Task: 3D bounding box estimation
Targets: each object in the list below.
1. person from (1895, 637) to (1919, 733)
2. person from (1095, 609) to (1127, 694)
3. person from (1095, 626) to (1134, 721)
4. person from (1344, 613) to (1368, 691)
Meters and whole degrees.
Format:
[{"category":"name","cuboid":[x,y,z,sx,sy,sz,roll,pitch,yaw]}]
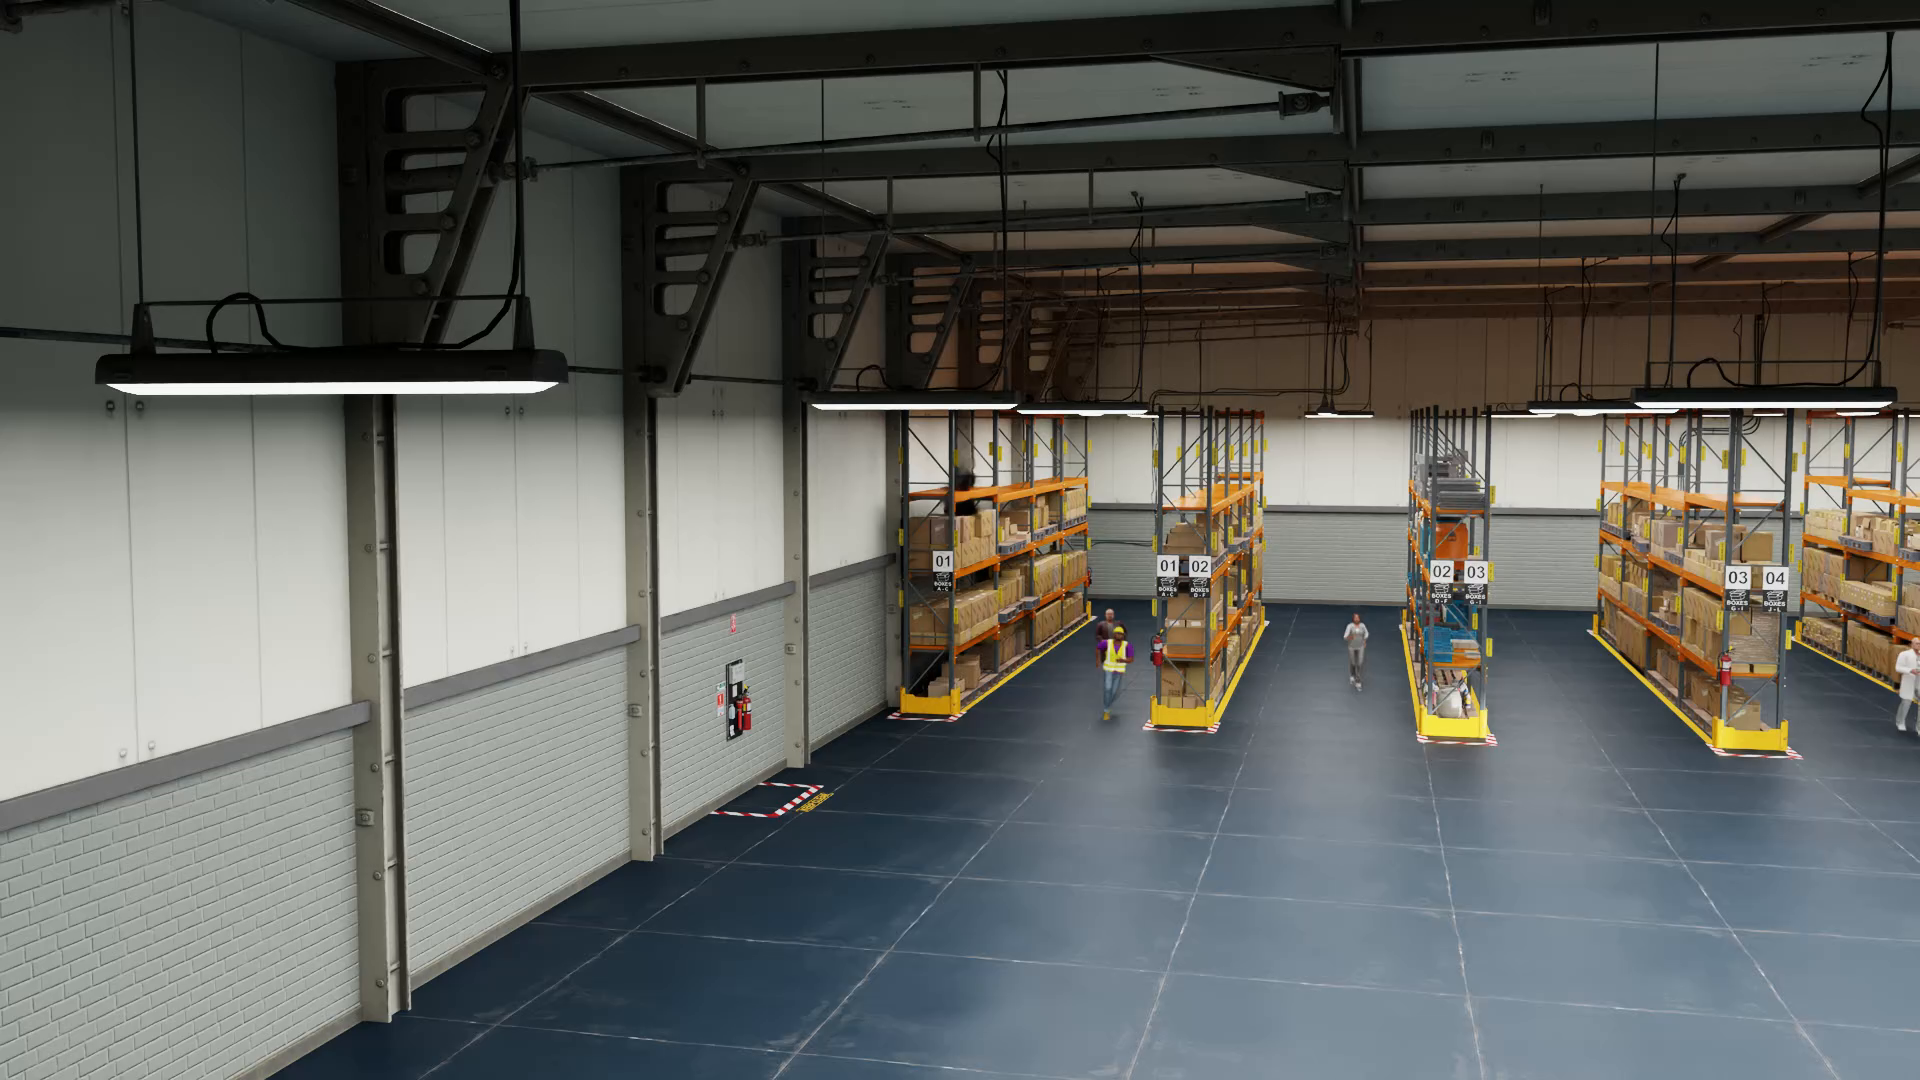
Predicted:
[{"category":"person","cuboid":[17.305,2.668,30.214,0.643,1.835,0.936,1,4,10]},{"category":"person","cuboid":[3.163,2.346,34.898,0.681,1.796,0.774,1,4,7]},{"category":"person","cuboid":[2.989,2.563,32.113,0.720,1.812,0.846,0,4,-5]},{"category":"person","cuboid":[8.461,2.353,35.507,0.532,1.612,0.798,1,4,9]}]
